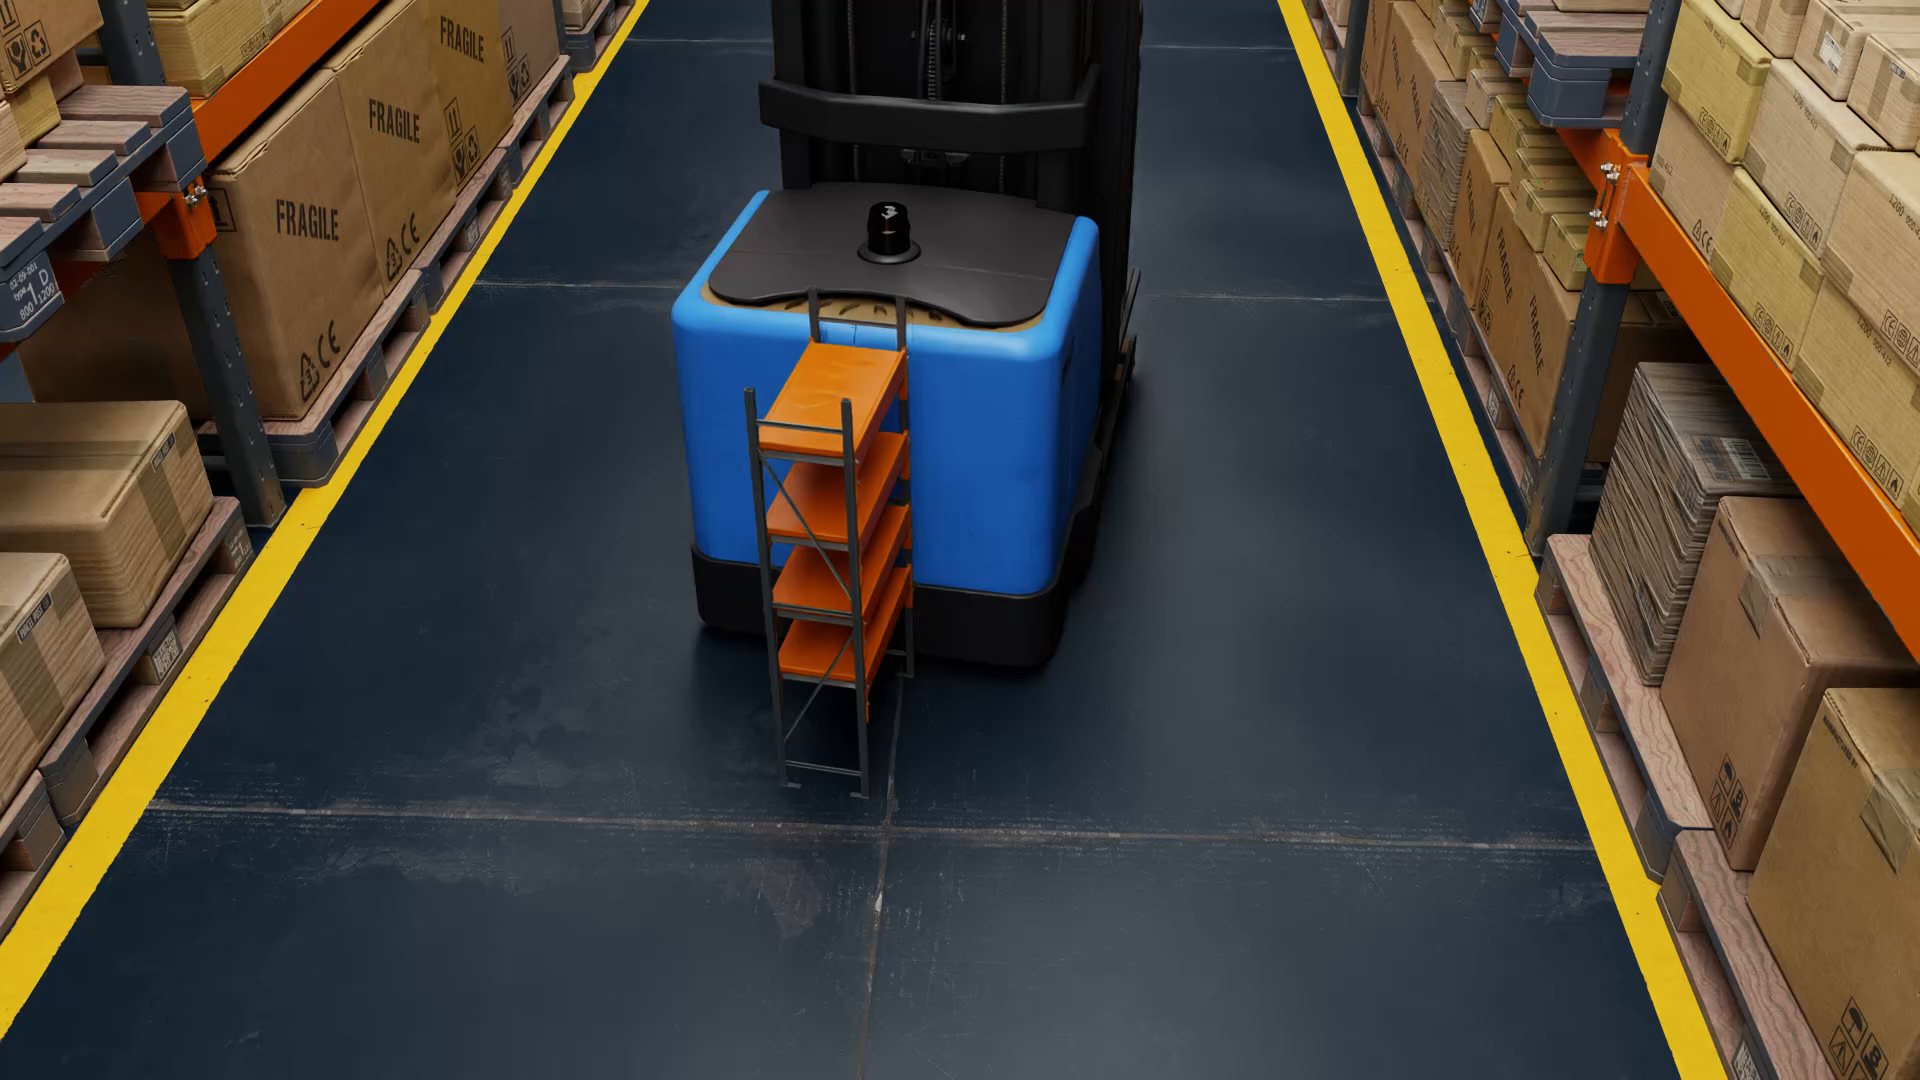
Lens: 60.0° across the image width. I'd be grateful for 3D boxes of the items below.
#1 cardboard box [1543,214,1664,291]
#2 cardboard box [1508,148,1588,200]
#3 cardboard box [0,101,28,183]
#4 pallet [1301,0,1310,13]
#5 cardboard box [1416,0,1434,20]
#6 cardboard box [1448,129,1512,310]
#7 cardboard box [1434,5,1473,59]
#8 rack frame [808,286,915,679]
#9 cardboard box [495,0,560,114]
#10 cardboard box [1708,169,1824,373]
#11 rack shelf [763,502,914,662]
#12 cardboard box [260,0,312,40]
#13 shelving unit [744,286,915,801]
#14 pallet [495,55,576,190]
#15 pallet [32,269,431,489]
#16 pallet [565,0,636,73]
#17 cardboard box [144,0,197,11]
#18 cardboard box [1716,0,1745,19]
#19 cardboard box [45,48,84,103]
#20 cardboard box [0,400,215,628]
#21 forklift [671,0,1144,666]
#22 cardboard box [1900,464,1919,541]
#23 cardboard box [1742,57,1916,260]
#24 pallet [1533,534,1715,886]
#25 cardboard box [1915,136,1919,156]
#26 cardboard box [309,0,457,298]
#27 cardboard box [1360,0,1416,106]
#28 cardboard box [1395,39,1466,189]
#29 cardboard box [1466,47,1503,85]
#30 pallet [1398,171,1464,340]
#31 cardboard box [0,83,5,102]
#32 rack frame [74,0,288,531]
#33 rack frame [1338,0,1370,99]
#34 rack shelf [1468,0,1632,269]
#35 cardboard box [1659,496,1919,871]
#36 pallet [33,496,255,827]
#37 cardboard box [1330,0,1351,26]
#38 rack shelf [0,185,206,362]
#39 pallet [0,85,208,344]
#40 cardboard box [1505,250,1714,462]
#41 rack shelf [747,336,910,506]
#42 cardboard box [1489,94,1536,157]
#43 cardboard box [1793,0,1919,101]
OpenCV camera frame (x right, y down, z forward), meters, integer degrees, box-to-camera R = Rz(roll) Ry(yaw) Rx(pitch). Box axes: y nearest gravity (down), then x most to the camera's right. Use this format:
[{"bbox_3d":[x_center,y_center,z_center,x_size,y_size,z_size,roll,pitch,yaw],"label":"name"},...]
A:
[{"bbox_3d":[2.045,-0.894,5.158,0.380,0.149,0.250,0,35,0],"label":"cardboard box"},{"bbox_3d":[2.080,-1.202,5.596,0.380,0.149,0.250,0,35,0],"label":"cardboard box"},{"bbox_3d":[-2.363,-0.876,3.741,0.380,0.149,0.250,1,35,1],"label":"cardboard box"},{"bbox_3d":[2.514,-3.445,9.968,1.003,0.211,1.213,1,35,2],"label":"pallet"},{"bbox_3d":[2.226,-2.394,7.292,0.380,0.149,0.250,0,35,-1],"label":"cardboard box"},{"bbox_3d":[2.130,-1.175,6.122,0.500,0.500,0.500,3,35,4],"label":"cardboard box"},{"bbox_3d":[2.181,-2.094,6.865,0.380,0.149,0.250,1,35,2],"label":"cardboard box"},{"bbox_3d":[-0.247,-0.112,4.351,0.240,1.200,0.015,7,37,10],"label":"rack frame"},{"bbox_3d":[-2.466,-2.545,7.745,0.875,0.875,0.875,2,35,3],"label":"cardboard box"},{"bbox_3d":[1.991,-0.591,3.612,0.500,0.250,0.500,1,35,1],"label":"cardboard box"},{"bbox_3d":[-0.299,0.083,4.198,0.258,0.148,0.480,7,37,10],"label":"rack shelf"},{"bbox_3d":[-2.407,-1.812,5.350,0.500,0.250,0.500,0,35,1],"label":"cardboard box"},{"bbox_3d":[-0.299,0.028,4.158,0.258,1.200,0.503,7,37,10],"label":"shelving unit"},{"bbox_3d":[-2.476,-2.015,7.933,1.003,0.211,1.213,1,35,2],"label":"pallet"},{"bbox_3d":[-2.574,-0.613,5.938,1.003,0.211,1.213,1,35,2],"label":"pallet"},{"bbox_3d":[-2.412,-2.895,9.186,1.003,0.211,1.213,1,35,2],"label":"pallet"},{"bbox_3d":[-2.414,-1.731,4.800,0.500,0.250,0.500,1,35,2],"label":"cardboard box"},{"bbox_3d":[1.971,-1.320,3.868,0.380,0.149,0.250,2,35,3],"label":"cardboard box"},{"bbox_3d":[-2.459,-1.178,4.170,0.380,0.149,0.250,3,35,4],"label":"cardboard box"},{"bbox_3d":[-2.714,-0.075,4.668,0.950,0.372,0.625,-1,35,-1],"label":"cardboard box"},{"bbox_3d":[0.031,-1.690,5.105,1.130,2.935,3.031,7,36,9],"label":"forklift"},{"bbox_3d":[1.955,0.004,2.767,0.500,0.250,0.500,2,35,3],"label":"cardboard box"},{"bbox_3d":[1.995,-0.796,3.470,0.500,0.250,0.500,2,35,3],"label":"cardboard box"},{"bbox_3d":[2.206,0.423,4.465,1.003,0.211,1.213,1,35,2],"label":"pallet"},{"bbox_3d":[1.999,-0.723,3.019,0.380,0.149,0.250,2,35,2],"label":"cardboard box"},{"bbox_3d":[-2.531,-1.512,6.276,0.875,0.875,0.875,2,35,2],"label":"cardboard box"},{"bbox_3d":[2.195,-2.365,7.815,0.500,0.500,0.500,3,35,4],"label":"cardboard box"},{"bbox_3d":[2.159,-1.772,6.971,0.500,0.500,0.500,0,35,0],"label":"cardboard box"},{"bbox_3d":[2.187,-1.795,6.440,0.380,0.149,0.250,1,35,2],"label":"cardboard box"},{"bbox_3d":[2.398,-1.176,6.740,1.003,0.211,1.213,1,35,2],"label":"pallet"},{"bbox_3d":[-2.432,-1.072,3.456,0.500,0.500,0.500,1,35,1],"label":"cardboard box"},{"bbox_3d":[-2.681,-1.303,4.495,1.000,3.000,0.127,1,35,2],"label":"rack frame"},{"bbox_3d":[2.439,-3.488,7.605,1.000,3.000,0.127,1,35,2],"label":"rack frame"},{"bbox_3d":[2.359,-2.045,6.176,1.077,0.370,4.000,1,35,2],"label":"rack shelf"},{"bbox_3d":[2.221,0.343,3.853,0.875,0.625,0.625,2,35,3],"label":"cardboard box"},{"bbox_3d":[-2.714,0.287,4.658,1.003,0.211,1.213,1,35,2],"label":"pallet"},{"bbox_3d":[2.168,-2.820,8.769,0.380,0.149,0.250,0,35,0],"label":"cardboard box"},{"bbox_3d":[-2.762,0.141,3.067,1.077,0.370,4.000,1,35,2],"label":"rack shelf"},{"bbox_3d":[-2.604,-0.812,3.964,1.213,0.211,1.003,1,35,2],"label":"pallet"},{"bbox_3d":[2.081,-0.587,5.285,0.500,0.500,0.500,2,35,3],"label":"cardboard box"},{"bbox_3d":[-0.301,-0.289,3.927,0.258,0.148,0.480,7,37,10],"label":"rack shelf"},{"bbox_3d":[2.145,-1.496,6.014,0.380,0.149,0.250,1,35,1],"label":"cardboard box"},{"bbox_3d":[1.977,-1.018,3.439,0.380,0.149,0.250,2,35,3],"label":"cardboard box"}]
